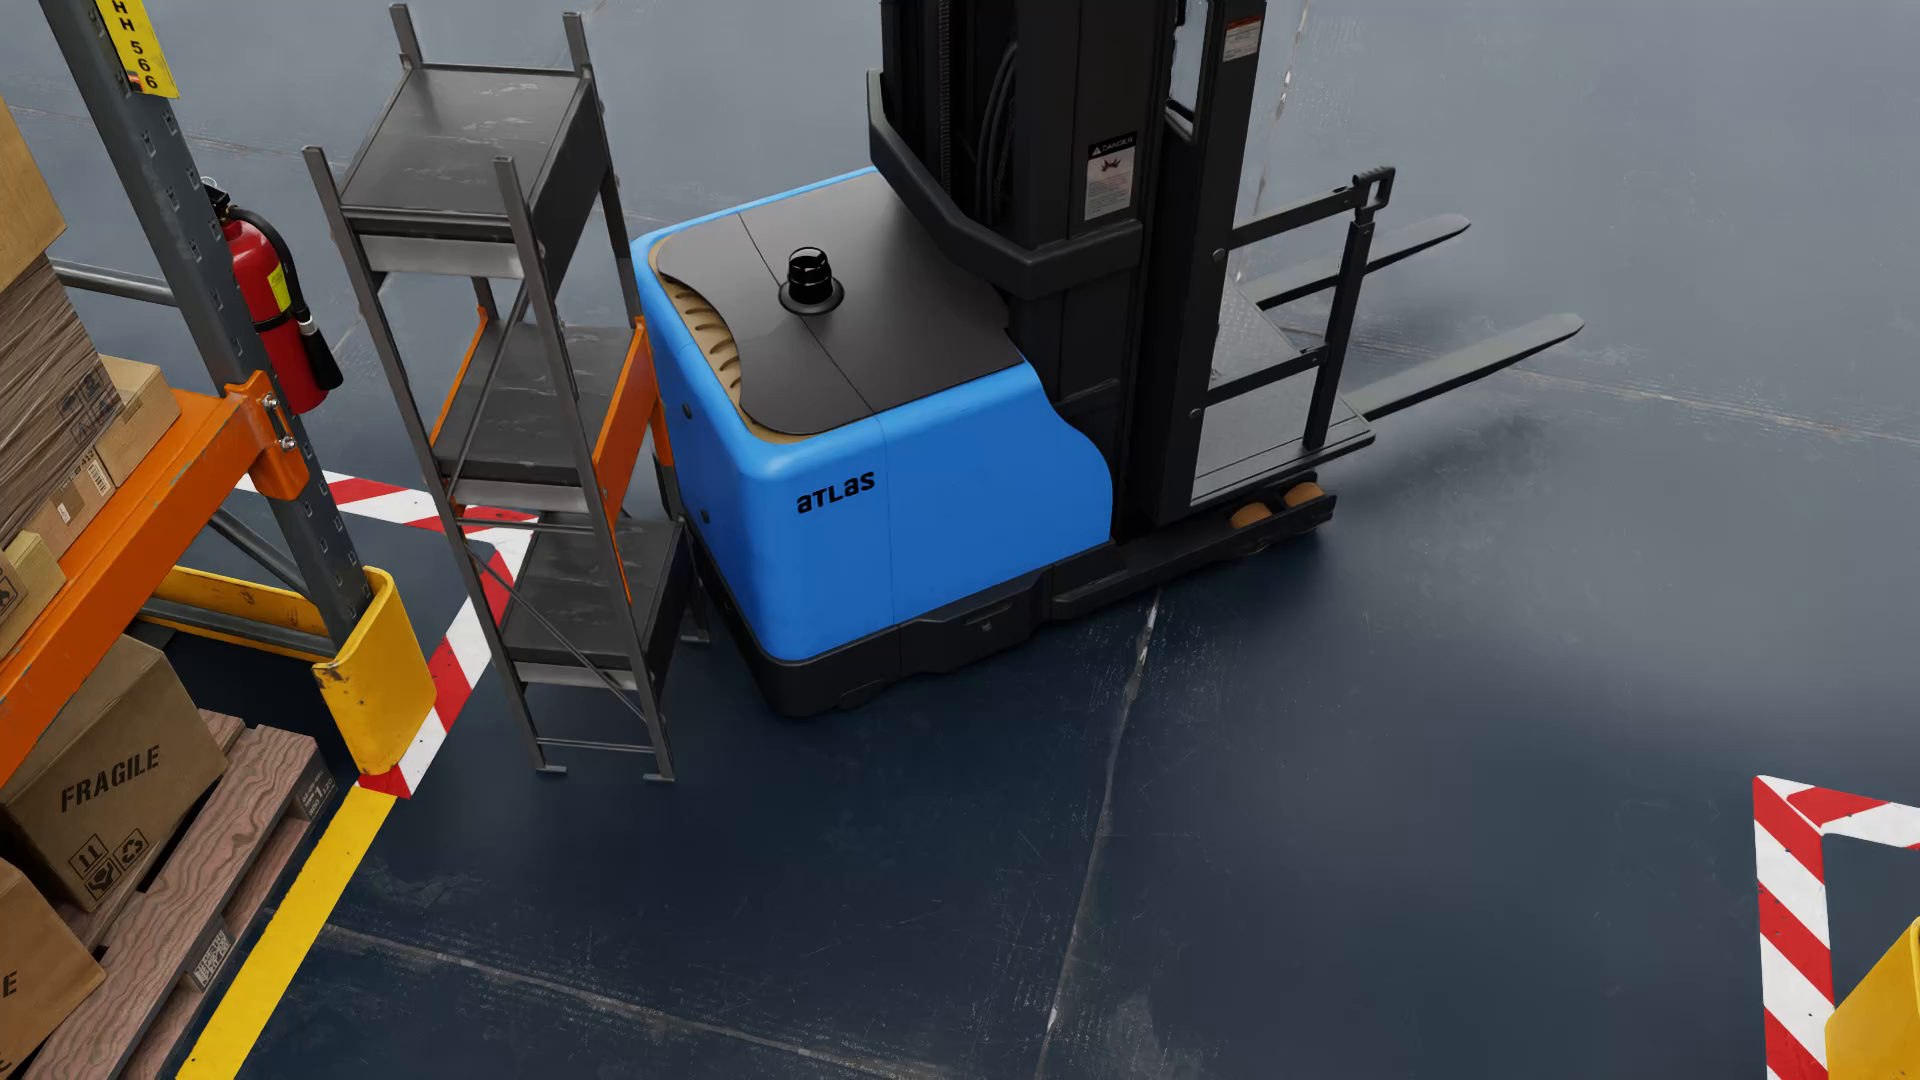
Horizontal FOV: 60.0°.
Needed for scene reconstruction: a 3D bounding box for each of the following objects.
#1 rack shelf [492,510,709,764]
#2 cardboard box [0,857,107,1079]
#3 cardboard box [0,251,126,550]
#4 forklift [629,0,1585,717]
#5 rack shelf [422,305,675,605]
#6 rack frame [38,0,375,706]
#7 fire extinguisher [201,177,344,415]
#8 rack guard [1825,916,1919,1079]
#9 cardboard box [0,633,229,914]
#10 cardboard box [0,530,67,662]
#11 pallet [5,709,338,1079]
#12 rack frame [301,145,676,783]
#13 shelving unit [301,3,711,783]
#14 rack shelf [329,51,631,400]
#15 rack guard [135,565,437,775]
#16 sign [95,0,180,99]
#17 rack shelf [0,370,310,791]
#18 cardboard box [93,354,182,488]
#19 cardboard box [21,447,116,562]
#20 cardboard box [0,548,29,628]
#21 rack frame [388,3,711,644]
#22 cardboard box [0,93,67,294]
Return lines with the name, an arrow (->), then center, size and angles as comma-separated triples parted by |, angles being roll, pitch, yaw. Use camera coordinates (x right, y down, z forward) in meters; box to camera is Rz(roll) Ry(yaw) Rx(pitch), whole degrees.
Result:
rack shelf -> -0.973, 0.254, 4.569 | 0.431, 0.518, 0.480 | 4, 49, 5
cardboard box -> -2.404, 0.961, 3.788 | 0.500, 0.500, 0.500 | 24, 53, 20
cardboard box -> -2.271, -0.354, 3.297 | 0.875, 0.500, 0.500 | 12, 50, 10
forklift -> 0.606, -1.258, 4.405 | 3.031, 2.935, 1.130 | -21, 52, -17
rack shelf -> -0.983, -0.204, 4.040 | 0.431, 0.518, 0.480 | 4, 49, 5
rack frame -> -2.099, -0.615, 3.792 | 1.000, 3.000, 0.127 | 12, 50, 10
fire extinguisher -> -1.625, -0.581, 3.814 | 0.296, 0.674, 0.183 | 12, 50, 10
rack guard -> 2.704, 1.254, 3.810 | 1.175, 0.500, 0.348 | 12, 50, 10
cardboard box -> -2.280, 0.522, 4.176 | 0.500, 0.500, 0.500 | 20, 52, 17
cardboard box -> -2.058, 0.087, 3.340 | 0.380, 0.149, 0.250 | 12, 50, 10
pallet -> -2.367, 0.943, 4.277 | 1.003, 0.211, 1.213 | 12, 50, 10
rack frame -> -1.009, -0.029, 3.871 | 0.400, 2.100, 0.015 | 4, 49, 5
shelving unit -> -0.983, -0.213, 4.029 | 0.431, 2.100, 0.503 | 4, 49, 5
rack shelf -> -0.993, -0.662, 3.510 | 0.431, 0.518, 0.480 | 4, 49, 5
rack guard -> -2.119, 0.267, 4.681 | 1.175, 0.500, 0.348 | 12, 50, 10
sign -> -1.569, -0.979, 3.130 | 0.100, 0.325, 0.005 | 12, 50, 10
rack shelf -> -2.626, 1.070, 2.785 | 1.077, 0.370, 4.000 | 12, 50, 10
cardboard box -> -1.975, -0.285, 3.668 | 0.380, 0.149, 0.250 | 12, 50, 10
cardboard box -> -2.042, -0.104, 3.509 | 0.380, 0.149, 0.250 | 12, 50, 10
cardboard box -> -2.286, 0.031, 2.957 | 0.875, 0.500, 0.500 | 12, 50, 10
rack frame -> -0.957, -0.396, 4.188 | 0.400, 2.100, 0.015 | 4, 49, 5
cardboard box -> -2.006, -0.631, 2.874 | 0.500, 0.500, 0.500 | 12, 50, 10
